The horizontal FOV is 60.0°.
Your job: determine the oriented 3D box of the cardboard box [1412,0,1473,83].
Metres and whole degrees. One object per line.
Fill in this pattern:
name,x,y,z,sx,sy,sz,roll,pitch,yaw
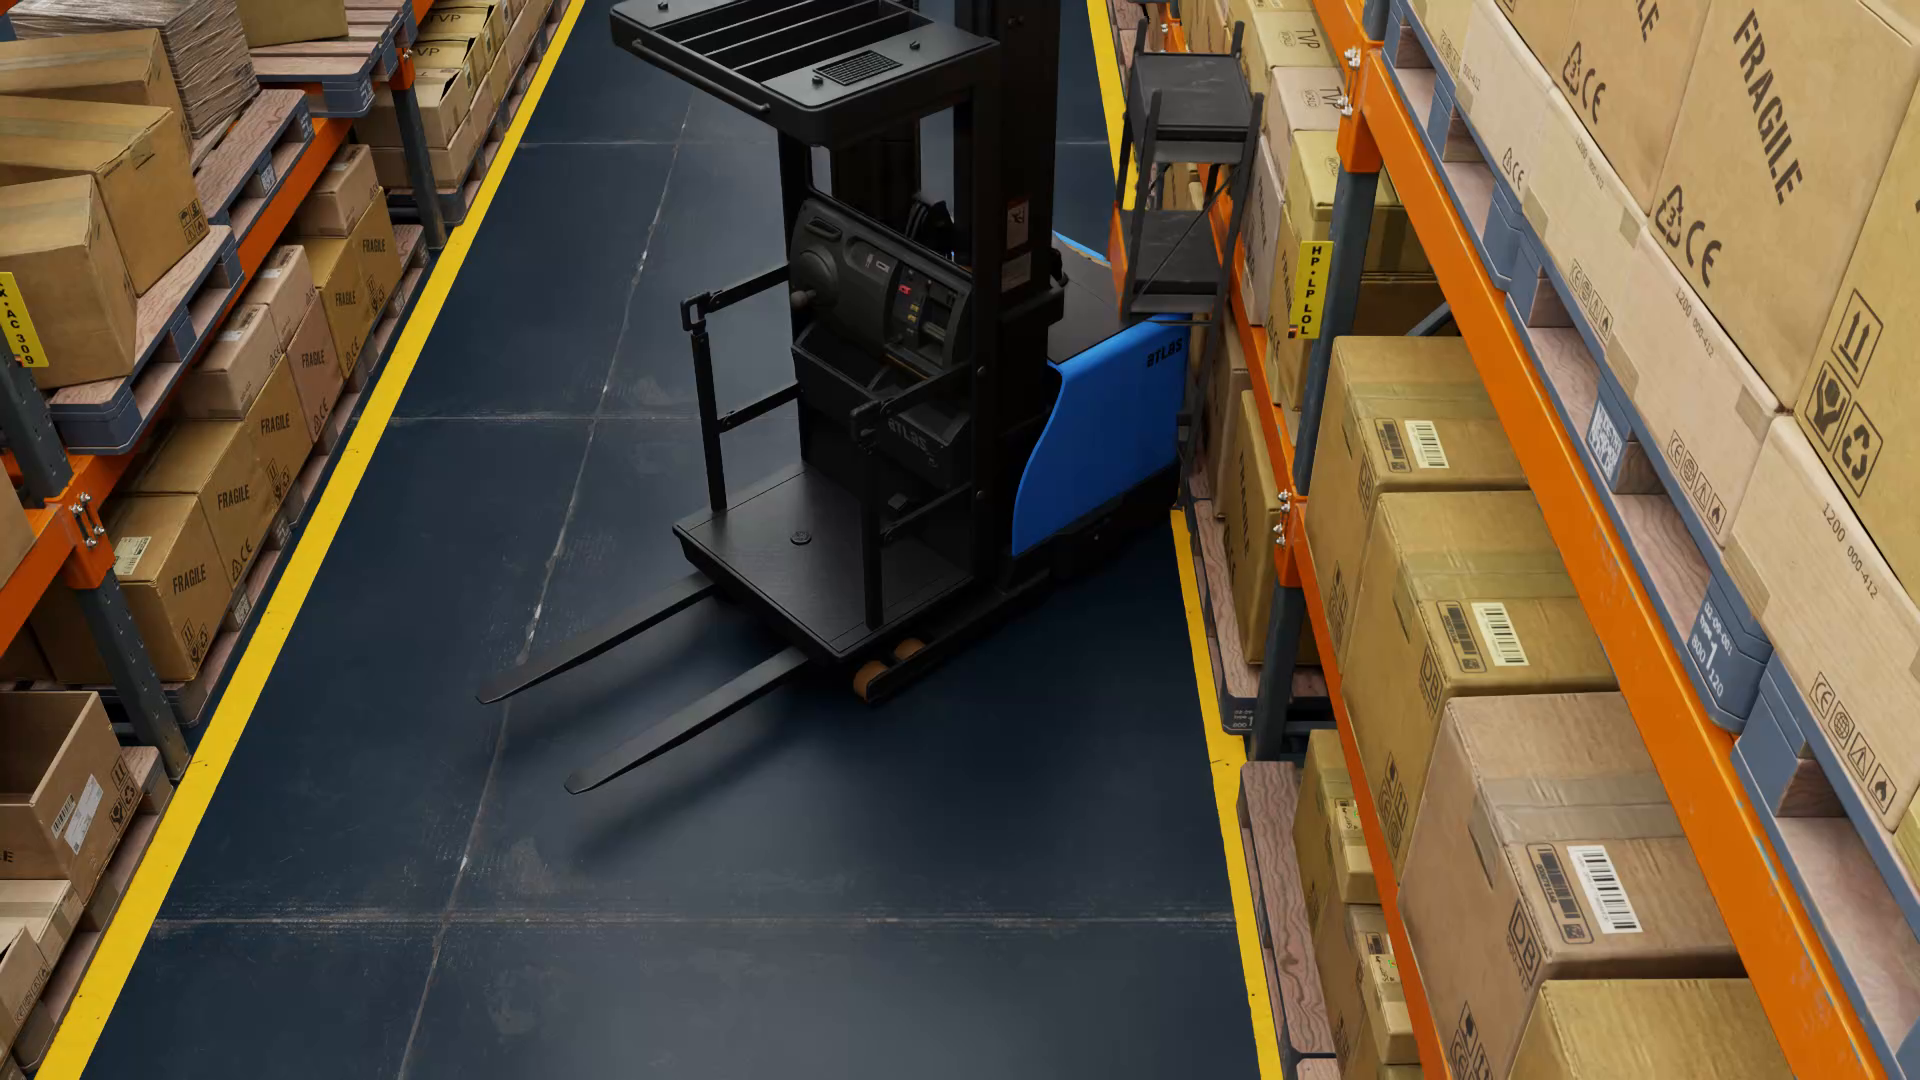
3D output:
cardboard box,1.315,-1.203,3.657,0.500,0.250,0.500,0,39,0

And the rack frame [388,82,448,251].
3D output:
rack frame,-3.380,-2.815,8.365,1.000,3.000,0.127,0,39,0

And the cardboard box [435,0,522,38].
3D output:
cardboard box,-3.095,-3.422,10.536,0.500,0.311,0.500,0,39,-1

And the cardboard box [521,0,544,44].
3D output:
cardboard box,-3.094,-3.512,11.097,0.500,0.250,0.500,1,39,1

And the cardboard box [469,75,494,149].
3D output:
cardboard box,-3.088,-2.548,9.894,0.500,0.250,0.500,-1,39,-1

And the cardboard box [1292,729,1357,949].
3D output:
cardboard box,1.477,0.959,5.317,0.700,0.500,0.500,0,39,1

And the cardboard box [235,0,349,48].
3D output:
cardboard box,-3.267,-2.625,7.711,0.700,0.500,0.500,-12,40,-15

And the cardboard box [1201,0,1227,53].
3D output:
cardboard box,1.309,-2.042,7.066,0.500,0.500,0.500,0,39,0

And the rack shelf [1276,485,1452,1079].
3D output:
rack shelf,1.581,1.211,3.915,1.077,0.370,4.000,0,39,0

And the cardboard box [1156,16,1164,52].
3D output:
cardboard box,1.607,-3.101,10.368,0.700,0.500,0.500,0,39,0

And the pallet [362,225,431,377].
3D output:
pallet,-3.417,-1.260,8.654,1.003,0.211,1.213,0,39,0

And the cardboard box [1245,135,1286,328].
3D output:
cardboard box,1.315,-1.090,5.878,0.500,0.500,0.500,0,39,0

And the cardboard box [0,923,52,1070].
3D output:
cardboard box,-3.090,1.389,4.917,0.500,0.311,0.500,0,39,0

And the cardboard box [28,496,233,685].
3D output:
cardboard box,-3.132,0.187,6.265,0.500,0.500,0.500,-2,39,-2

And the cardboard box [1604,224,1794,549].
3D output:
cardboard box,1.309,-0.242,2.459,0.500,0.250,0.500,-1,39,-1

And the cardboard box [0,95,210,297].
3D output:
cardboard box,-3.216,-1.243,5.987,0.700,0.500,0.500,6,39,7

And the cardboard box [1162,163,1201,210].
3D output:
cardboard box,1.443,-1.686,8.339,0.750,0.750,0.750,-1,39,-1

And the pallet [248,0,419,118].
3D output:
pallet,-3.309,-2.317,7.896,1.213,0.211,1.003,0,39,0

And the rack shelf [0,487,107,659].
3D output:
rack shelf,-3.373,1.217,3.908,1.077,0.370,4.000,0,39,0

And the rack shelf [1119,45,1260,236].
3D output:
rack shelf,0.857,-1.510,6.299,0.431,0.518,0.480,0,47,-3

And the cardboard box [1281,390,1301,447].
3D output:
cardboard box,1.295,-0.441,5.586,0.380,0.149,0.250,0,39,0

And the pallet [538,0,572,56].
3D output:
pallet,-3.345,-3.768,11.783,1.003,0.211,1.213,0,39,0

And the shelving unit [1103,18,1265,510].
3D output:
shelving unit,0.828,-1.039,6.797,0.431,2.100,0.503,0,47,-3

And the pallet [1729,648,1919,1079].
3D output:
pallet,1.572,0.582,1.798,1.003,0.211,1.213,0,39,0

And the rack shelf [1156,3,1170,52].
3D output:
rack shelf,1.571,-3.791,10.158,1.077,0.370,4.000,0,39,0

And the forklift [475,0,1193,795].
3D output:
forklift,-0.461,-0.879,6.003,3.031,2.935,1.130,-30,47,-32

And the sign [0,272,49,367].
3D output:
sign,-2.833,-0.657,4.979,0.100,0.325,0.005,0,39,0

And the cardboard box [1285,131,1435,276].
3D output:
cardboard box,1.322,-1.067,5.250,0.500,0.250,0.500,1,39,1

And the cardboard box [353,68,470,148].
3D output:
cardboard box,-3.087,-2.453,9.327,0.500,0.311,0.500,1,39,1

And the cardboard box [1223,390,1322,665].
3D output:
cardboard box,1.447,-0.051,6.299,0.750,0.750,0.750,0,39,0

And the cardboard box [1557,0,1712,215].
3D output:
cardboard box,1.311,-0.851,2.619,0.500,0.500,0.500,0,39,0

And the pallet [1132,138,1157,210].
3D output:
pallet,1.574,-2.222,9.854,1.003,0.211,1.213,0,39,0

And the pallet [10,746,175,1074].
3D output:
pallet,-3.376,1.204,5.579,1.003,0.211,1.213,0,39,0

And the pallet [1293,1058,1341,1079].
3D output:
pallet,1.505,2.009,4.575,1.003,0.211,1.213,0,39,0

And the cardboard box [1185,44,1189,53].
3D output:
cardboard box,1.250,-2.201,7.783,0.380,0.149,0.250,1,39,1

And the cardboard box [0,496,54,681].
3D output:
cardboard box,-3.663,0.181,6.272,0.500,0.500,0.500,0,39,0

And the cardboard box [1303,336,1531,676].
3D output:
cardboard box,1.563,-0.098,4.734,0.980,0.700,0.700,1,39,1

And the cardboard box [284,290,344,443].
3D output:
cardboard box,-3.137,-0.775,7.466,0.500,0.500,0.500,-1,39,-2

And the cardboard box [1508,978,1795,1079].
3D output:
cardboard box,1.560,1.290,3.001,0.980,0.700,0.700,0,39,0

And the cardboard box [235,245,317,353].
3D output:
cardboard box,-3.135,-1.045,7.202,0.500,0.250,0.500,-1,39,-1
